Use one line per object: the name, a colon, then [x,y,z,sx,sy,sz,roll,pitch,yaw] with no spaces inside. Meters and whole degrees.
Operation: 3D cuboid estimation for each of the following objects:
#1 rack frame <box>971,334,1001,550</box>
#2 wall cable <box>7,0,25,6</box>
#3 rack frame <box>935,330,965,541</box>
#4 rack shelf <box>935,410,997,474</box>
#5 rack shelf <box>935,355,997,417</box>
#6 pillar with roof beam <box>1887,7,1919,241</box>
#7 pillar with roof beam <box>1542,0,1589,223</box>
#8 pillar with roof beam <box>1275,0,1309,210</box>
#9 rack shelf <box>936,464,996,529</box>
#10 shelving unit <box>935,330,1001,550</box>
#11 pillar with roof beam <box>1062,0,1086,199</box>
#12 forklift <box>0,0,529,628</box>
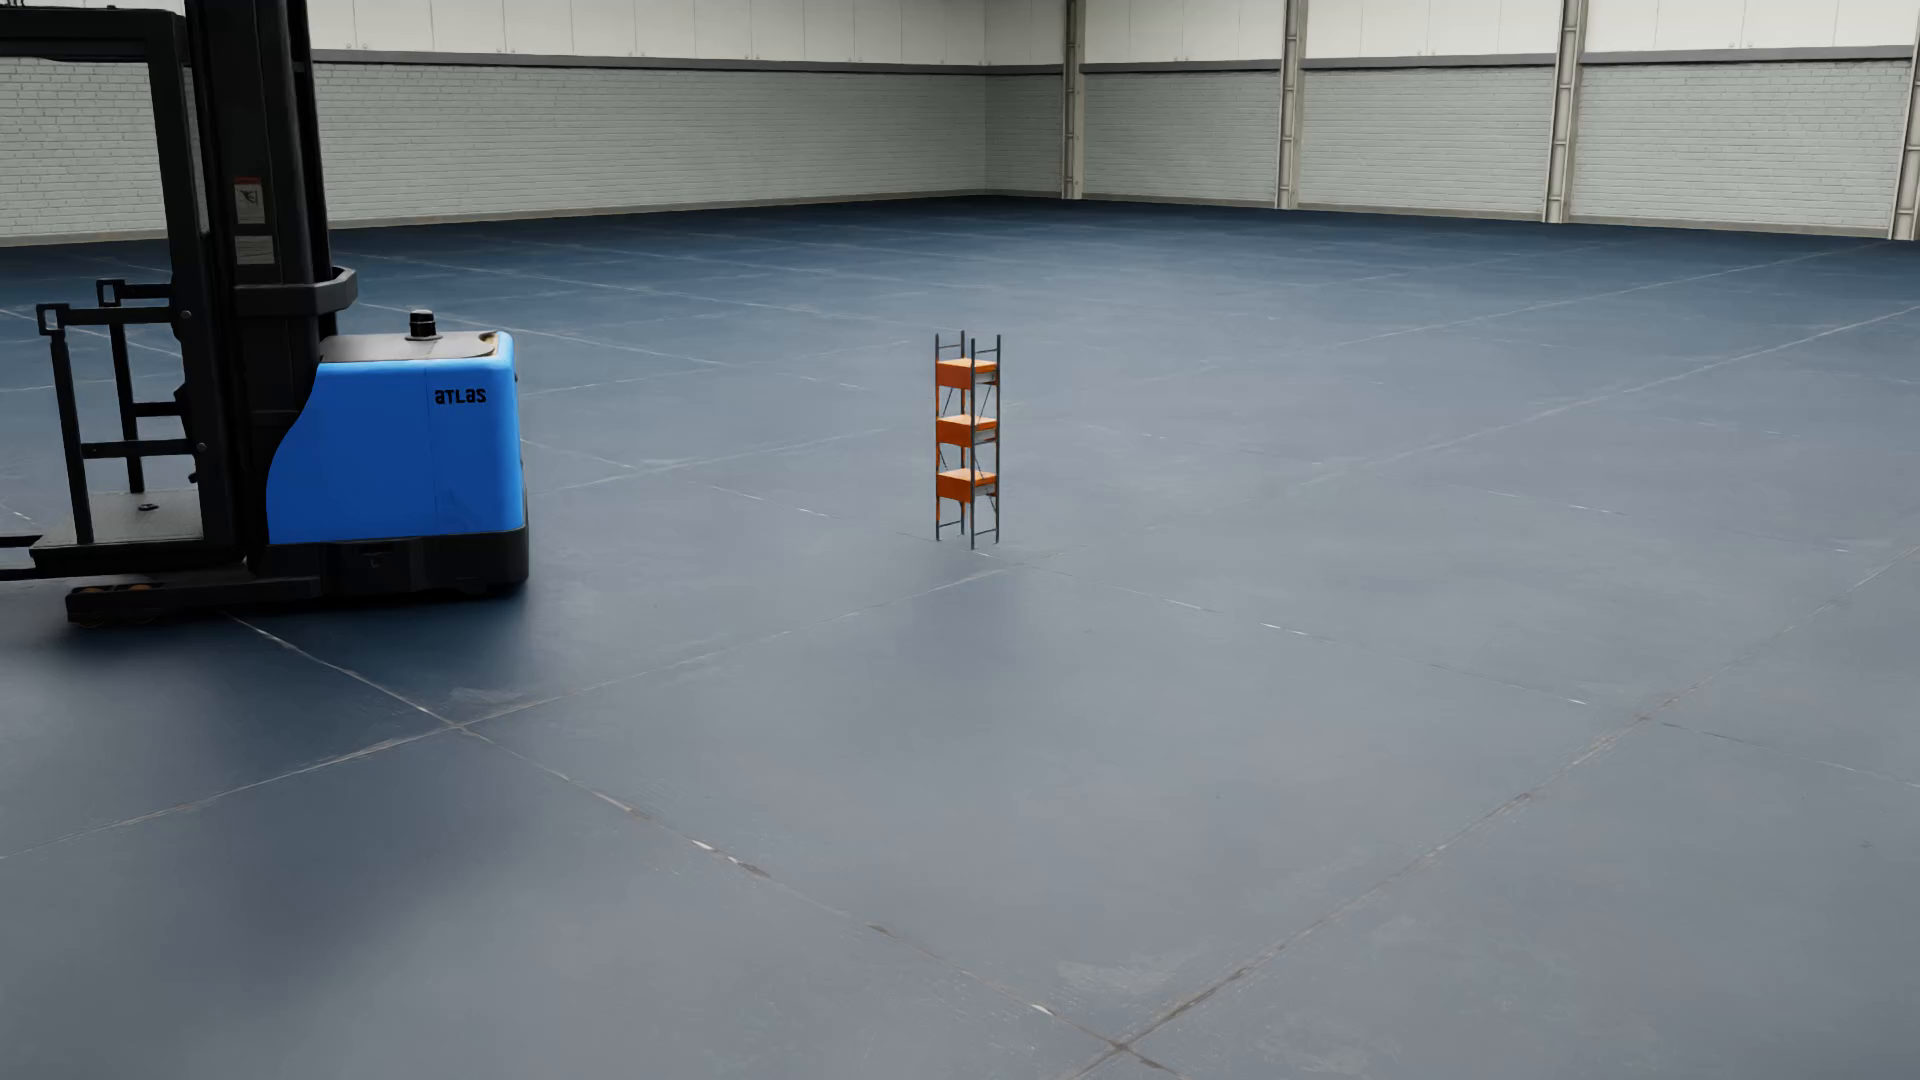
rack frame: [0.126,-0.477,8.182,0.008,1.050,0.200,14,20,42]
wall cable: [-13.800,-10.889,25.631,0.169,6.003,2.305,14,20,42]
rack frame: [-0.049,-0.520,8.346,0.008,1.050,0.200,14,20,42]
rack shelf: [0.039,-0.488,8.266,0.240,0.259,0.215,14,20,42]
rack shelf: [0.039,-0.763,8.195,0.240,0.259,0.215,14,20,42]
pillar with roof beam: [12.636,-8.553,23.412,0.400,9.000,9.100,14,20,42]
pillar with roof beam: [8.317,-9.603,27.442,0.400,9.000,9.100,14,20,42]
pillar with roof beam: [3.998,-10.653,31.472,0.400,9.000,9.100,14,20,42]
rack shelf: [0.039,-0.219,8.337,0.240,0.259,0.215,14,20,42]
shelving unit: [0.039,-0.499,8.264,0.252,1.050,0.215,14,20,42]
pillar with roof beam: [-0.321,-11.704,35.502,0.400,9.000,9.100,14,20,42]
forklift: [-3.521,-1.195,7.205,3.031,2.935,1.130,-4,15,-14]
